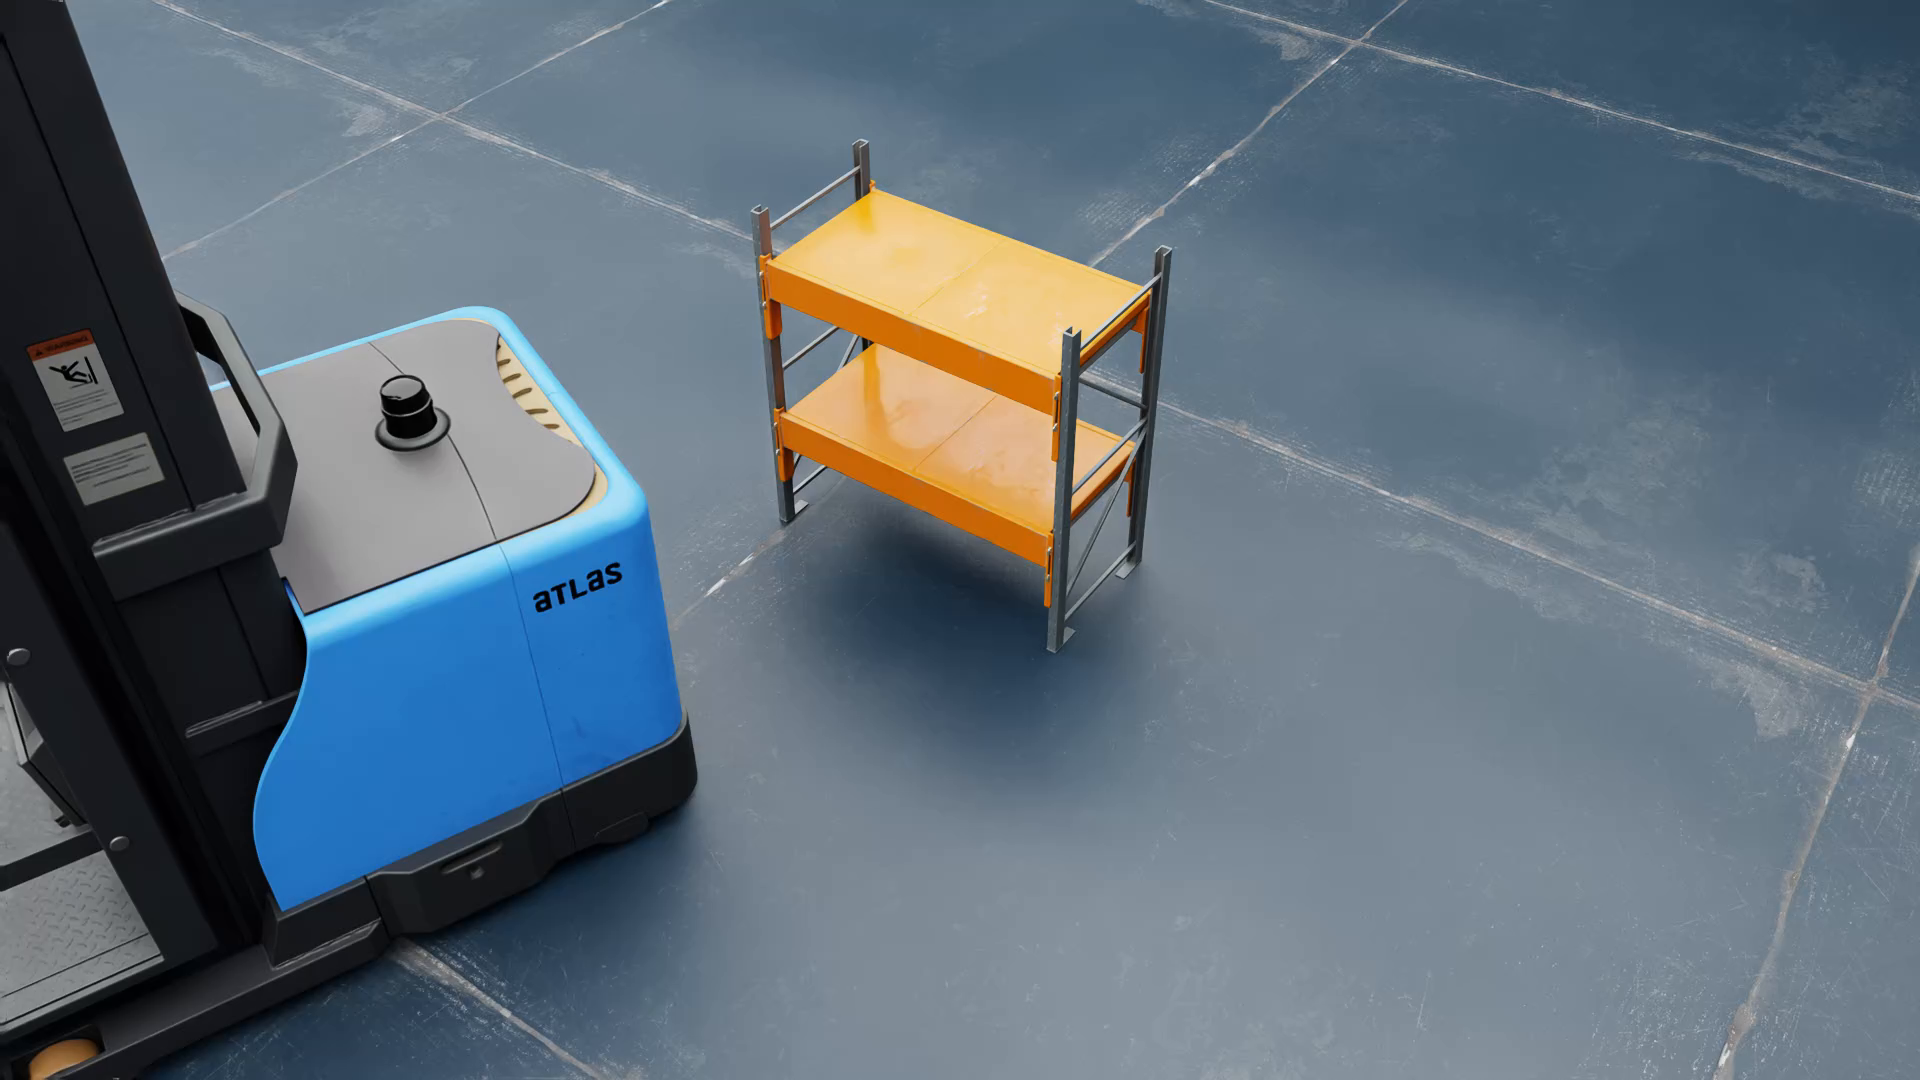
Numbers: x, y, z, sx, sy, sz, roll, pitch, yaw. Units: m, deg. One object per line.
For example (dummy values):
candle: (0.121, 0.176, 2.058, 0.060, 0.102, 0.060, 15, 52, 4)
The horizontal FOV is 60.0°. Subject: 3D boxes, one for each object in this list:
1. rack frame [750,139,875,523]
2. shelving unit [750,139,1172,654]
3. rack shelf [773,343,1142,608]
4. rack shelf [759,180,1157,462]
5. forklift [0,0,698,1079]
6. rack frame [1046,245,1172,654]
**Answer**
rack frame: (-0.422, -0.616, 5.095, 0.032, 1.125, 0.500, 25, 48, 25)
shelving unit: (-0.006, -0.422, 4.878, 1.048, 1.125, 0.538, 25, 48, 25)
rack shelf: (-0.006, -0.240, 5.041, 1.000, 0.278, 0.538, 25, 48, 25)
rack shelf: (-0.006, -0.640, 4.683, 1.000, 0.278, 0.538, 25, 48, 25)
forklift: (-2.218, -0.128, 3.195, 3.031, 2.935, 1.130, -23, 47, -24)
rack frame: (0.411, -0.227, 4.660, 0.032, 1.125, 0.500, 25, 48, 25)
